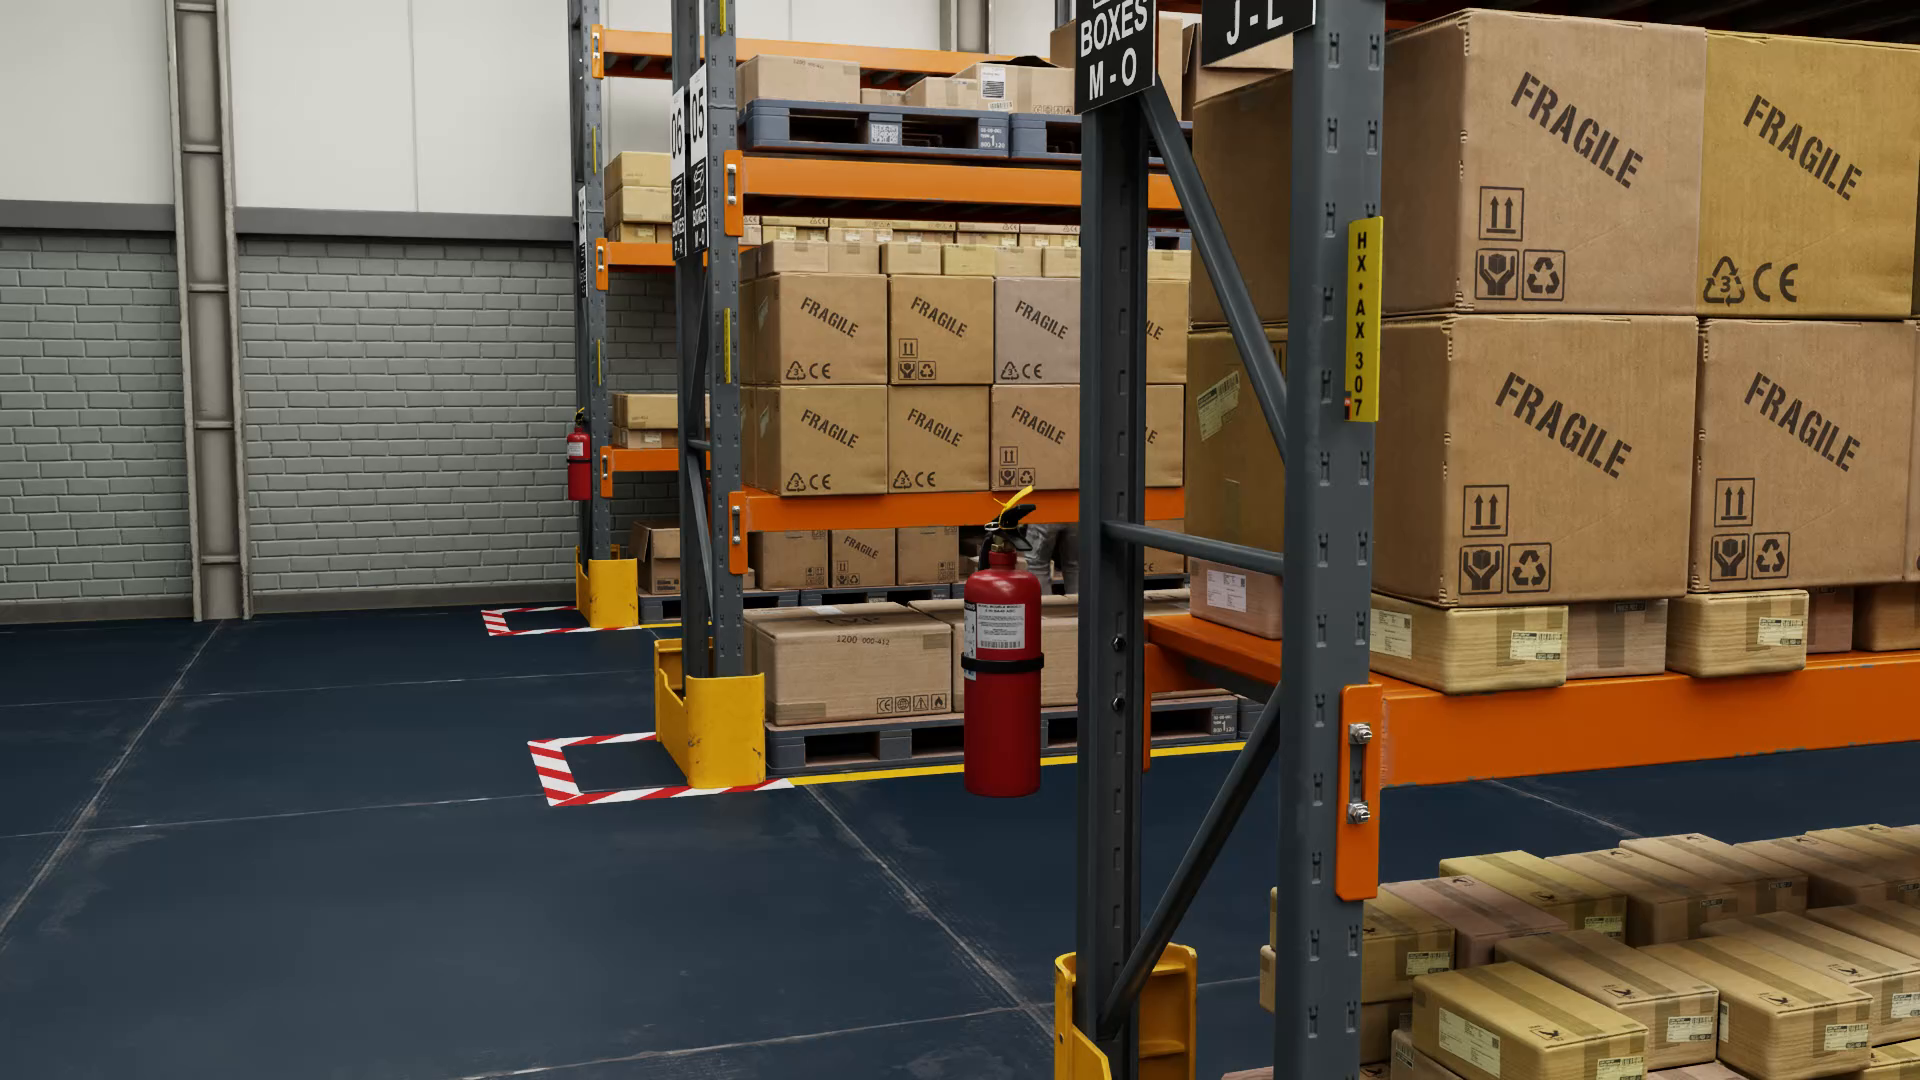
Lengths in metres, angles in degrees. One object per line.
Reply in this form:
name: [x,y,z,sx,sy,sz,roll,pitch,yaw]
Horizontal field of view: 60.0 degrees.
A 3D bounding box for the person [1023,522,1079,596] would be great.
person: [0.627,-0.183,11.616,0.487,1.761,0.604,-2,6,-20]
